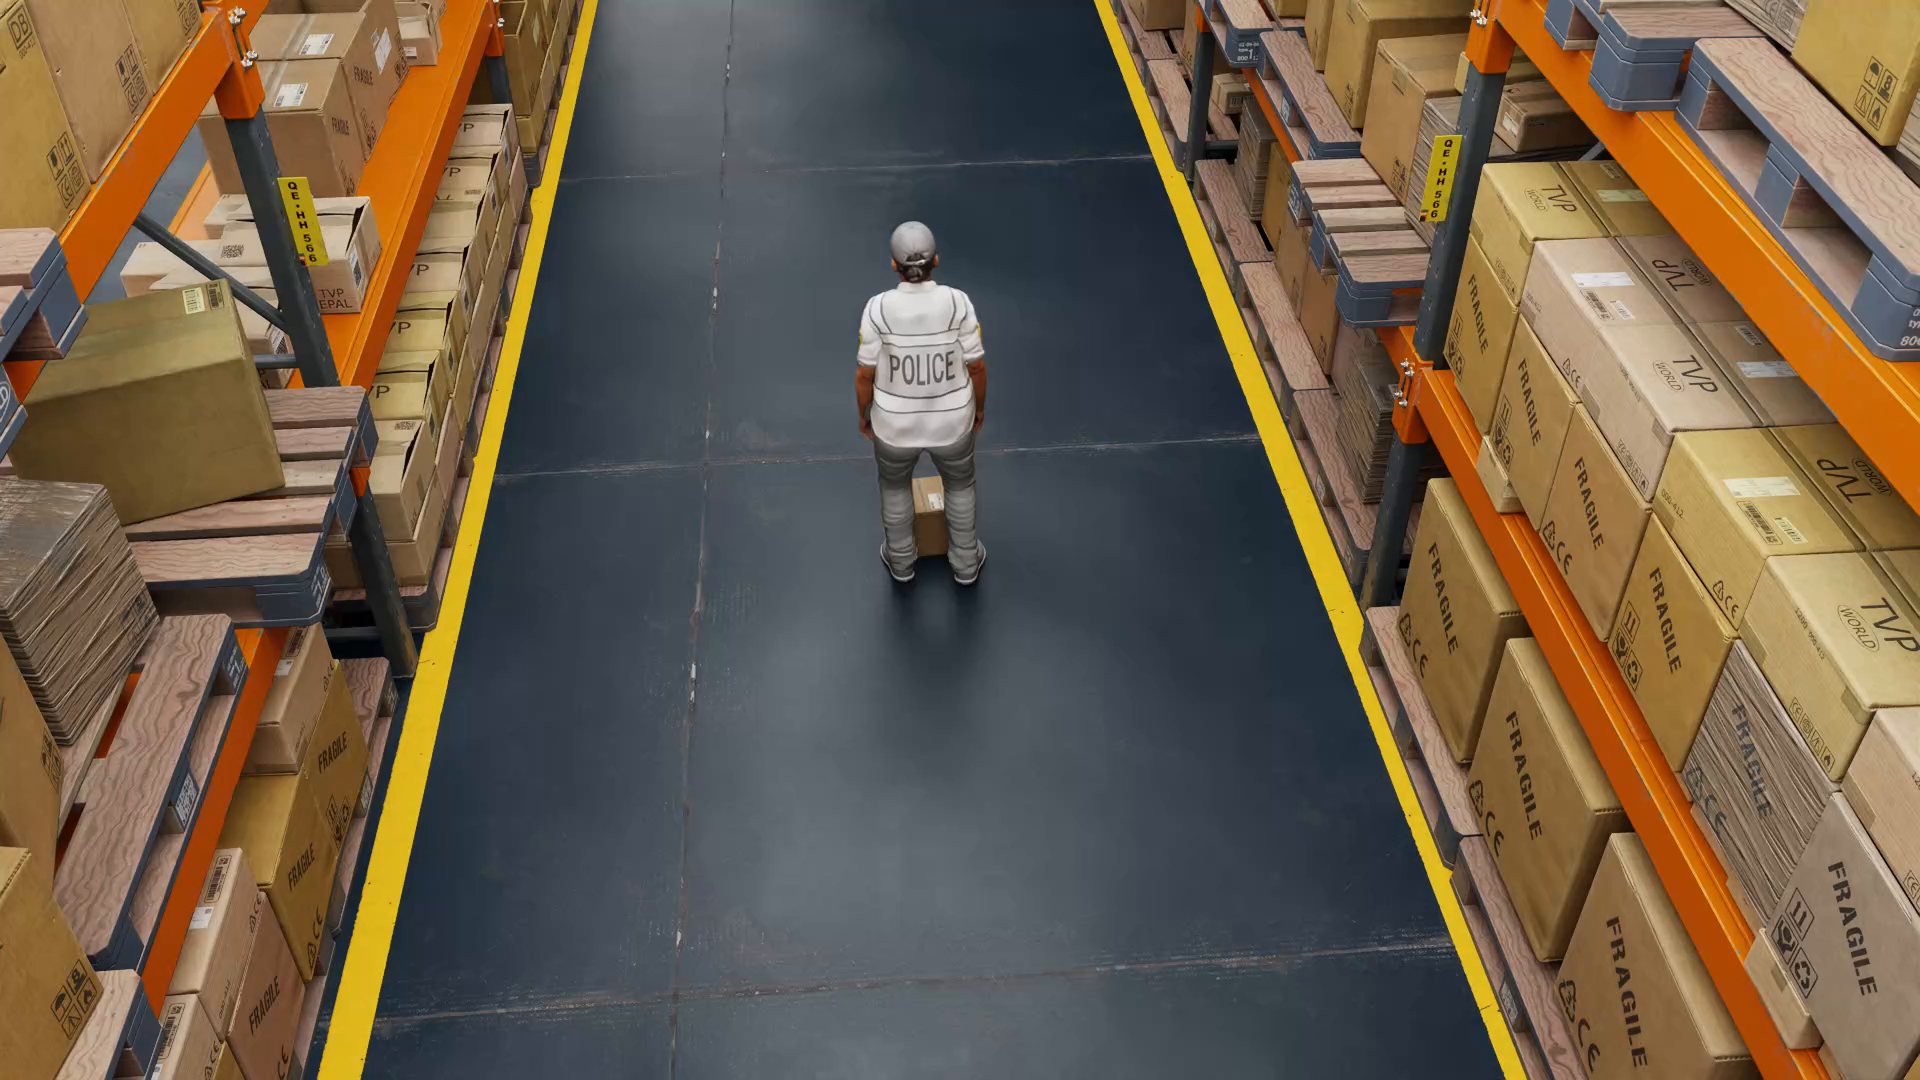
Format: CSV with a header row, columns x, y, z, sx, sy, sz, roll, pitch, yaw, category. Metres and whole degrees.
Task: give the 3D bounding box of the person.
x,y,z,sx,sy,sz,roll,pitch,yaw,category
-0.148,-0.511,6.772,0.539,1.667,0.466,-3,39,-4,person
